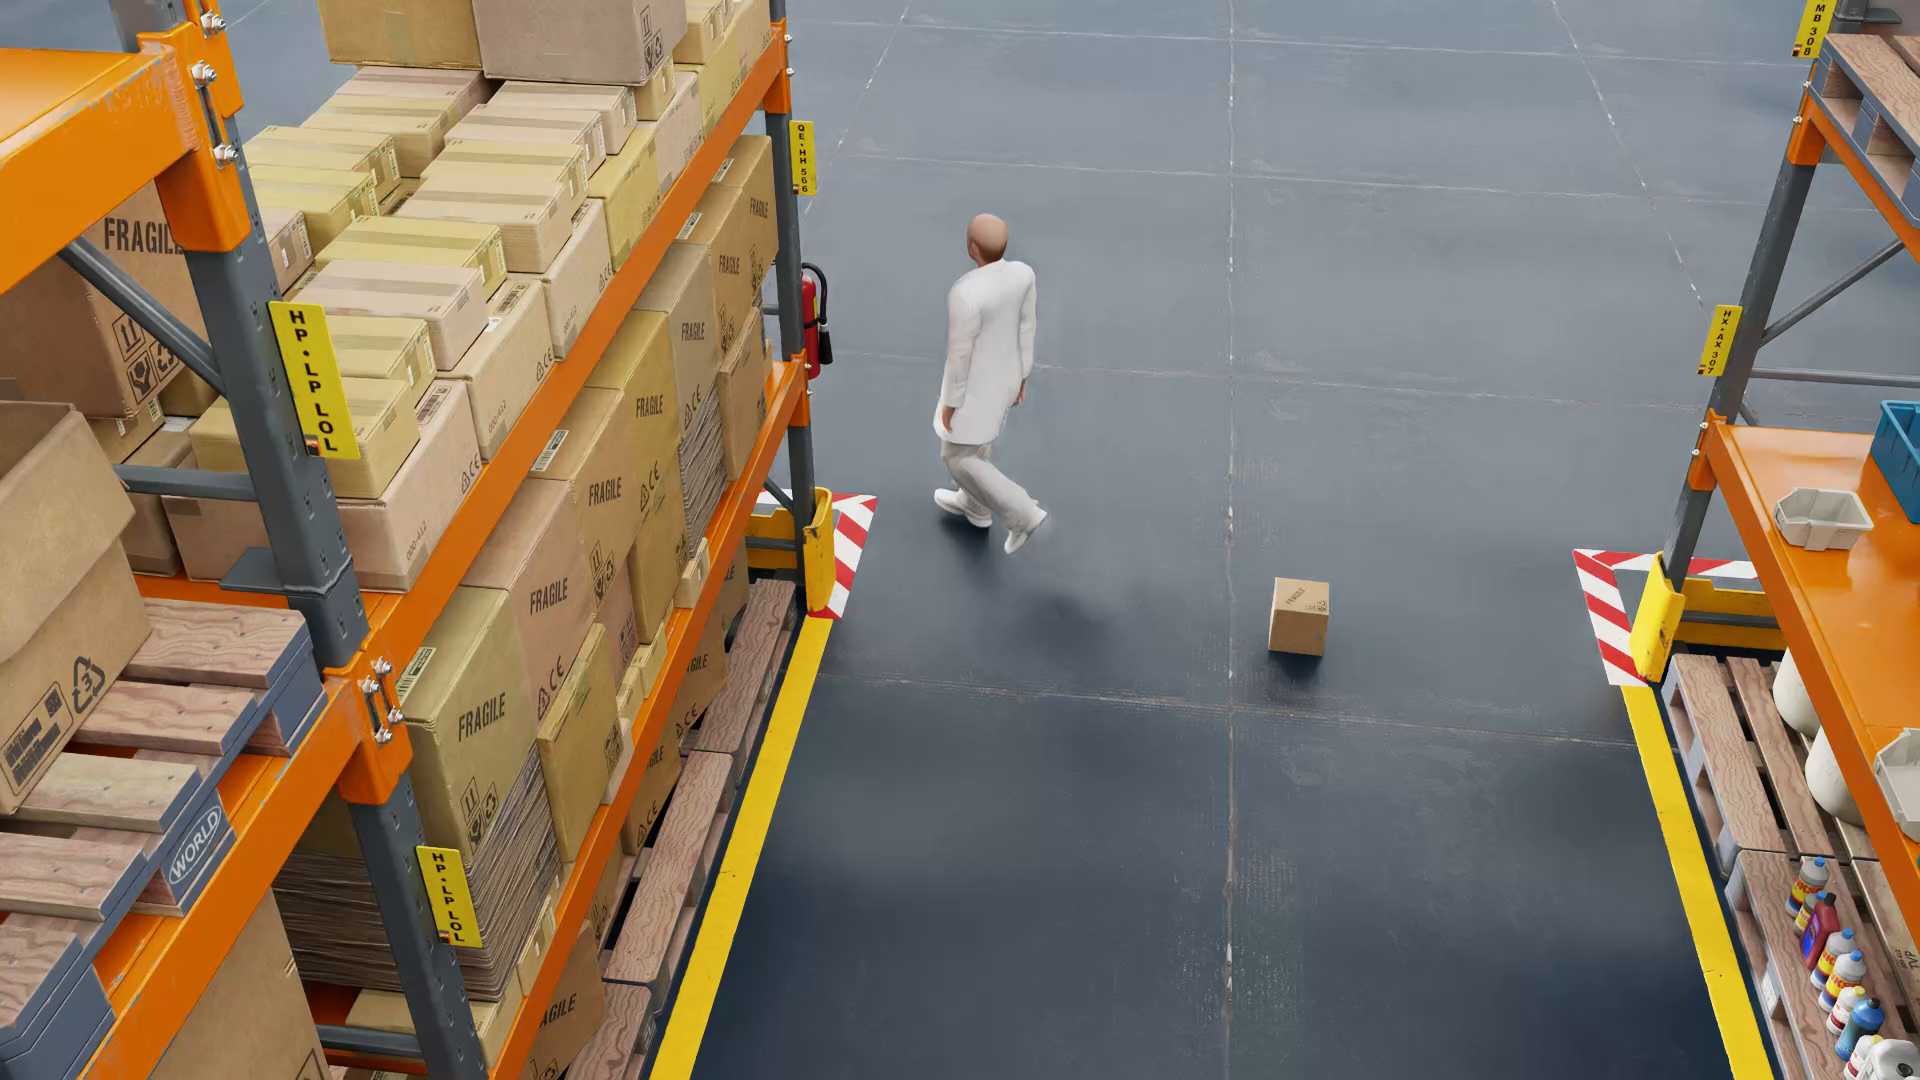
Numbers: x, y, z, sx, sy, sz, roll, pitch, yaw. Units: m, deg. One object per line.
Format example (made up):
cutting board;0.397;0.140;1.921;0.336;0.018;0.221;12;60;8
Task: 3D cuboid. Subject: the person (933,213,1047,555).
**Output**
person;0.153;-0.741;8.058;0.829;1.757;0.587;26;43;31
